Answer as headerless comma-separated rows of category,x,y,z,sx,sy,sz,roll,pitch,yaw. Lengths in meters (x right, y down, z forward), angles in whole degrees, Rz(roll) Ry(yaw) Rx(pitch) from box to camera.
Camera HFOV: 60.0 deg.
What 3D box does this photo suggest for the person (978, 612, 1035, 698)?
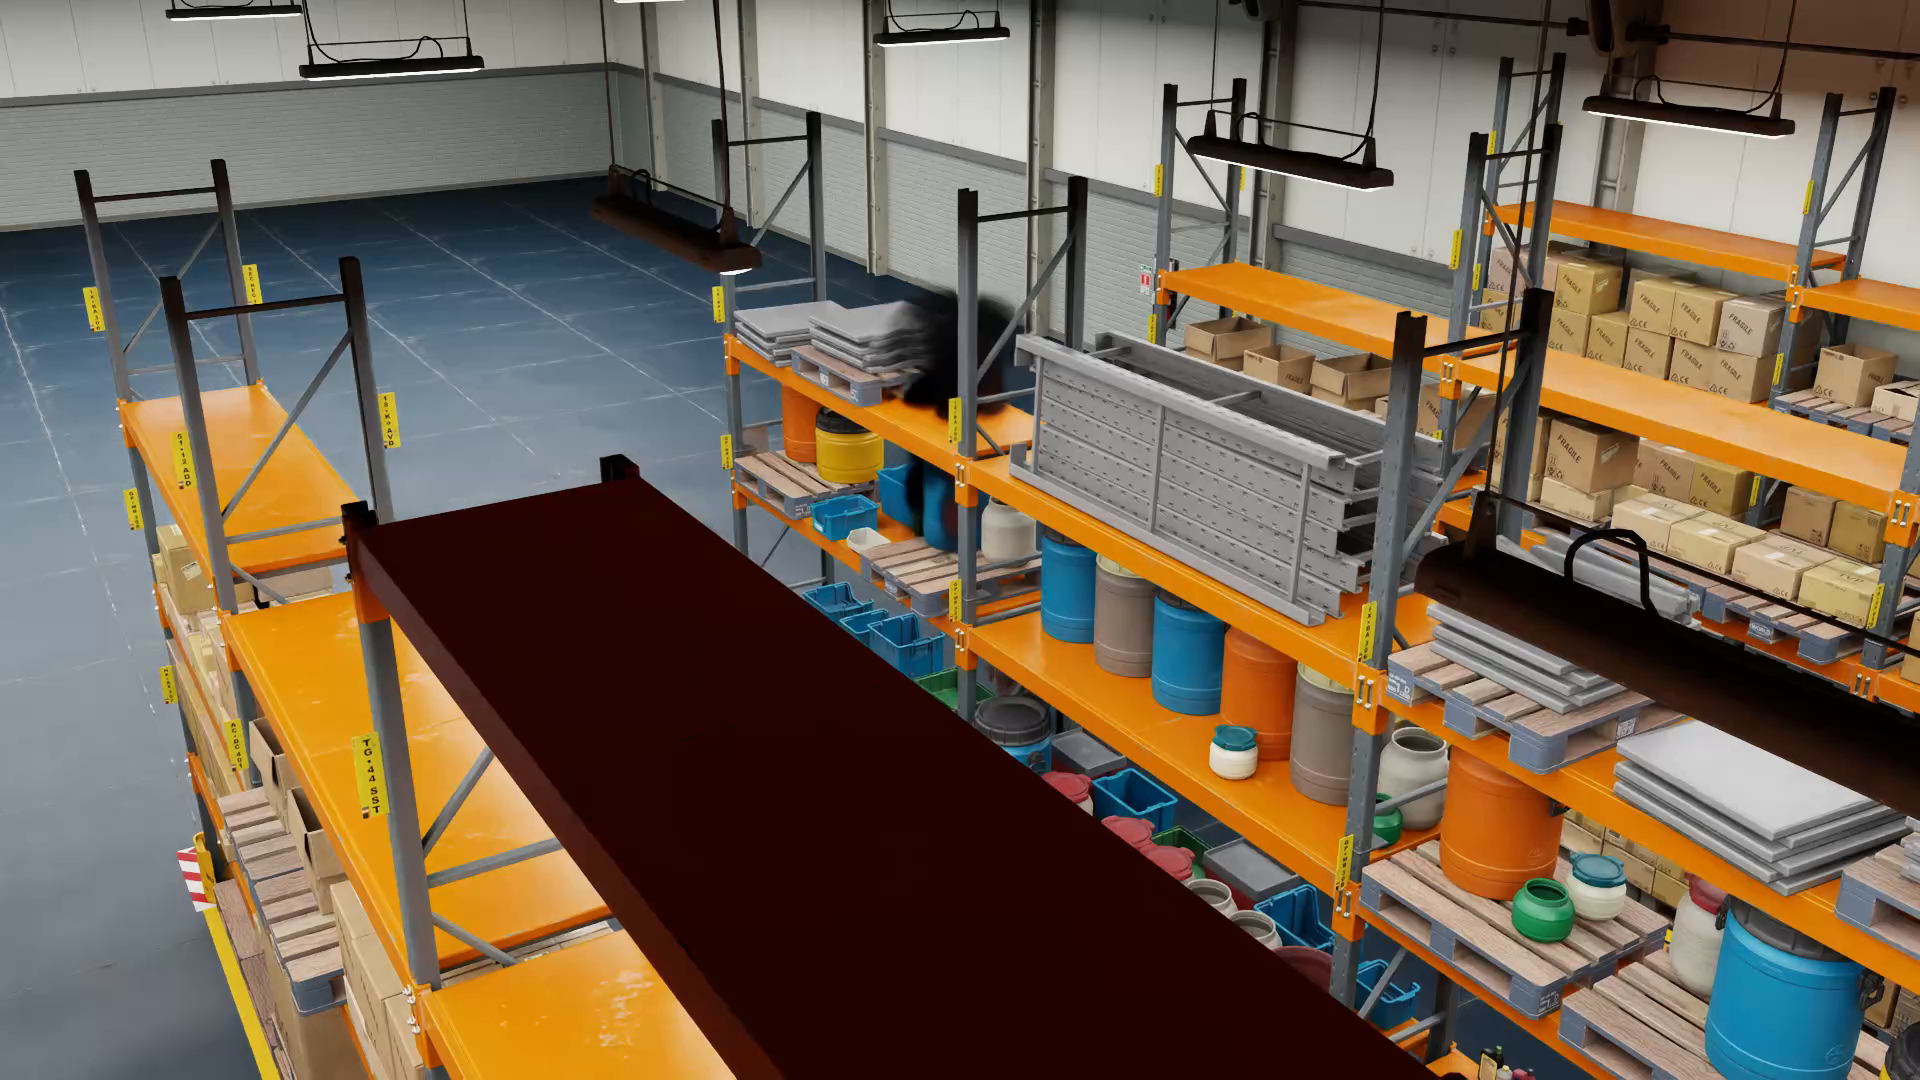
person,0.422,1.067,16.659,0.836,1.550,0.690,10,24,24
